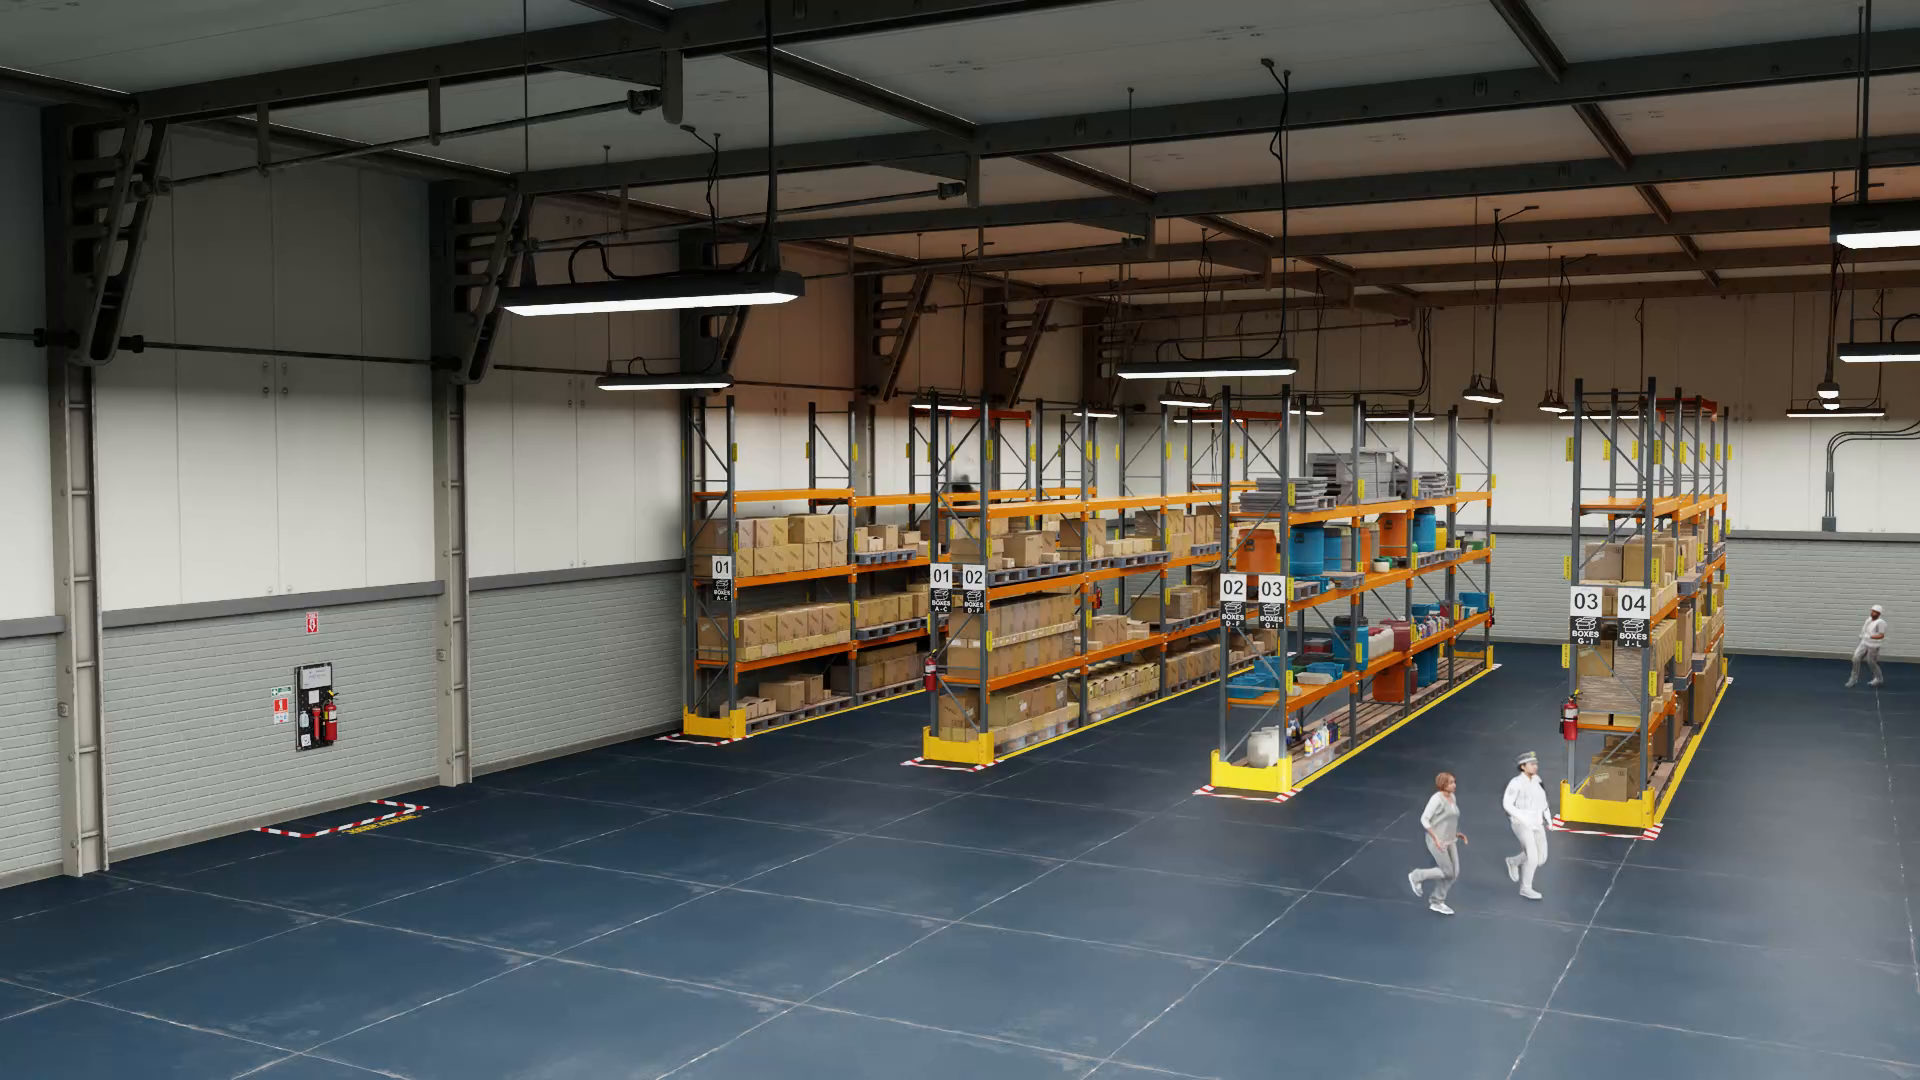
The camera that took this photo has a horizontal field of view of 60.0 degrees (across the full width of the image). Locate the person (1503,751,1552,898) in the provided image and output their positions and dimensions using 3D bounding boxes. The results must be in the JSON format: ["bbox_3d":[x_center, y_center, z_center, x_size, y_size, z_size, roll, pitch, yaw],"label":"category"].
[{"bbox_3d":[6.363,3.183,18.766,0.667,1.643,0.585,-2,3,-31],"label":"person"}]

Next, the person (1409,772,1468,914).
[{"bbox_3d":[5.206,3.282,18.111,0.521,1.550,0.577,-3,4,-41],"label":"person"}]

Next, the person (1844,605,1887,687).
[{"bbox_3d":[19.268,2.252,35.206,0.872,1.772,0.707,-1,3,-11],"label":"person"}]
